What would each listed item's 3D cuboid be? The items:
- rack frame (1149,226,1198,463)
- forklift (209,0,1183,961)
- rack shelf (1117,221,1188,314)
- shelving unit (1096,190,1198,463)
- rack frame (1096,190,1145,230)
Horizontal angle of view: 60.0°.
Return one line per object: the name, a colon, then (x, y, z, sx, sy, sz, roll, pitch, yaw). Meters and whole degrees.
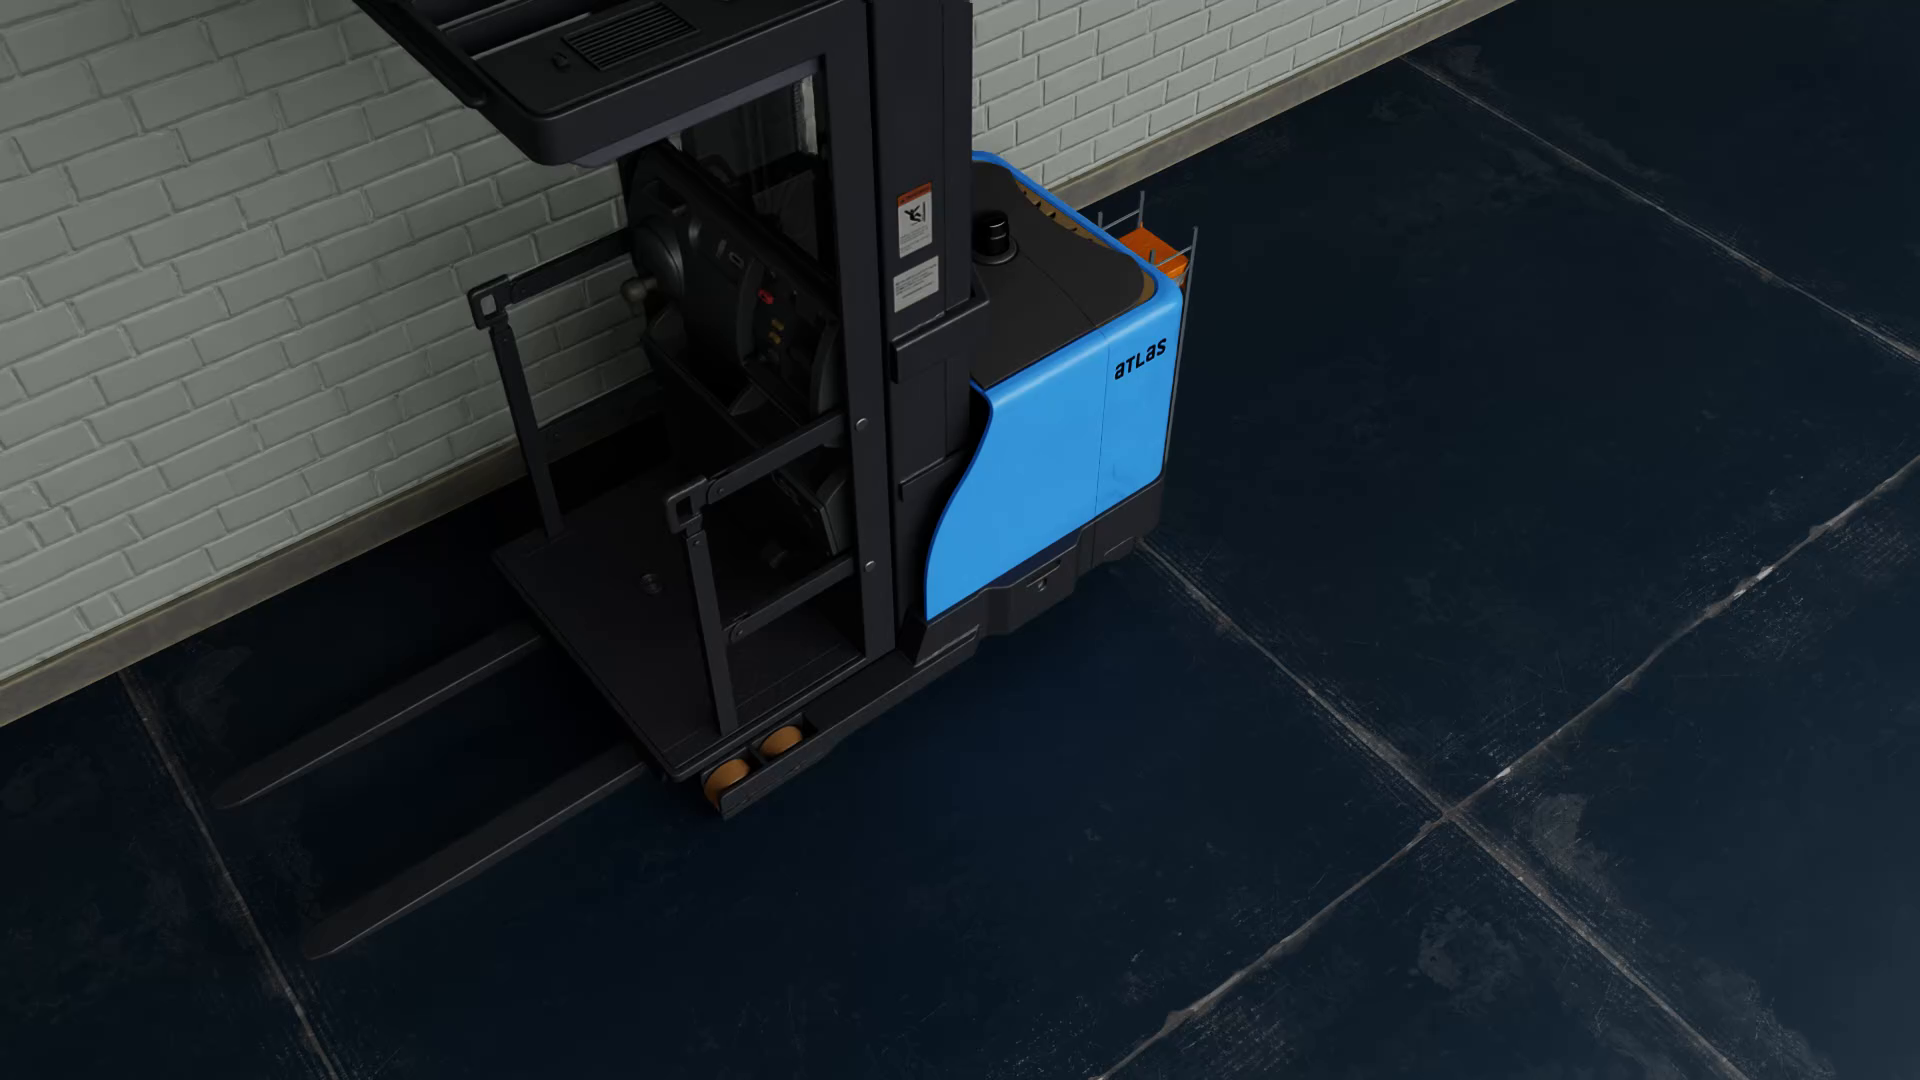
rack frame: (0.668, -0.587, 5.573, 0.200, 1.050, 0.008, -31, 55, -25)
forklift: (-0.775, -0.609, 4.324, 3.031, 2.935, 1.130, -31, 55, -25)
rack shelf: (0.591, -0.841, 5.435, 0.215, 0.259, 0.240, -31, 55, -25)
shelving unit: (0.591, -0.657, 5.637, 0.215, 1.050, 0.252, -31, 55, -25)
rack frame: (0.514, -0.727, 5.701, 0.200, 1.050, 0.008, -31, 55, -25)
